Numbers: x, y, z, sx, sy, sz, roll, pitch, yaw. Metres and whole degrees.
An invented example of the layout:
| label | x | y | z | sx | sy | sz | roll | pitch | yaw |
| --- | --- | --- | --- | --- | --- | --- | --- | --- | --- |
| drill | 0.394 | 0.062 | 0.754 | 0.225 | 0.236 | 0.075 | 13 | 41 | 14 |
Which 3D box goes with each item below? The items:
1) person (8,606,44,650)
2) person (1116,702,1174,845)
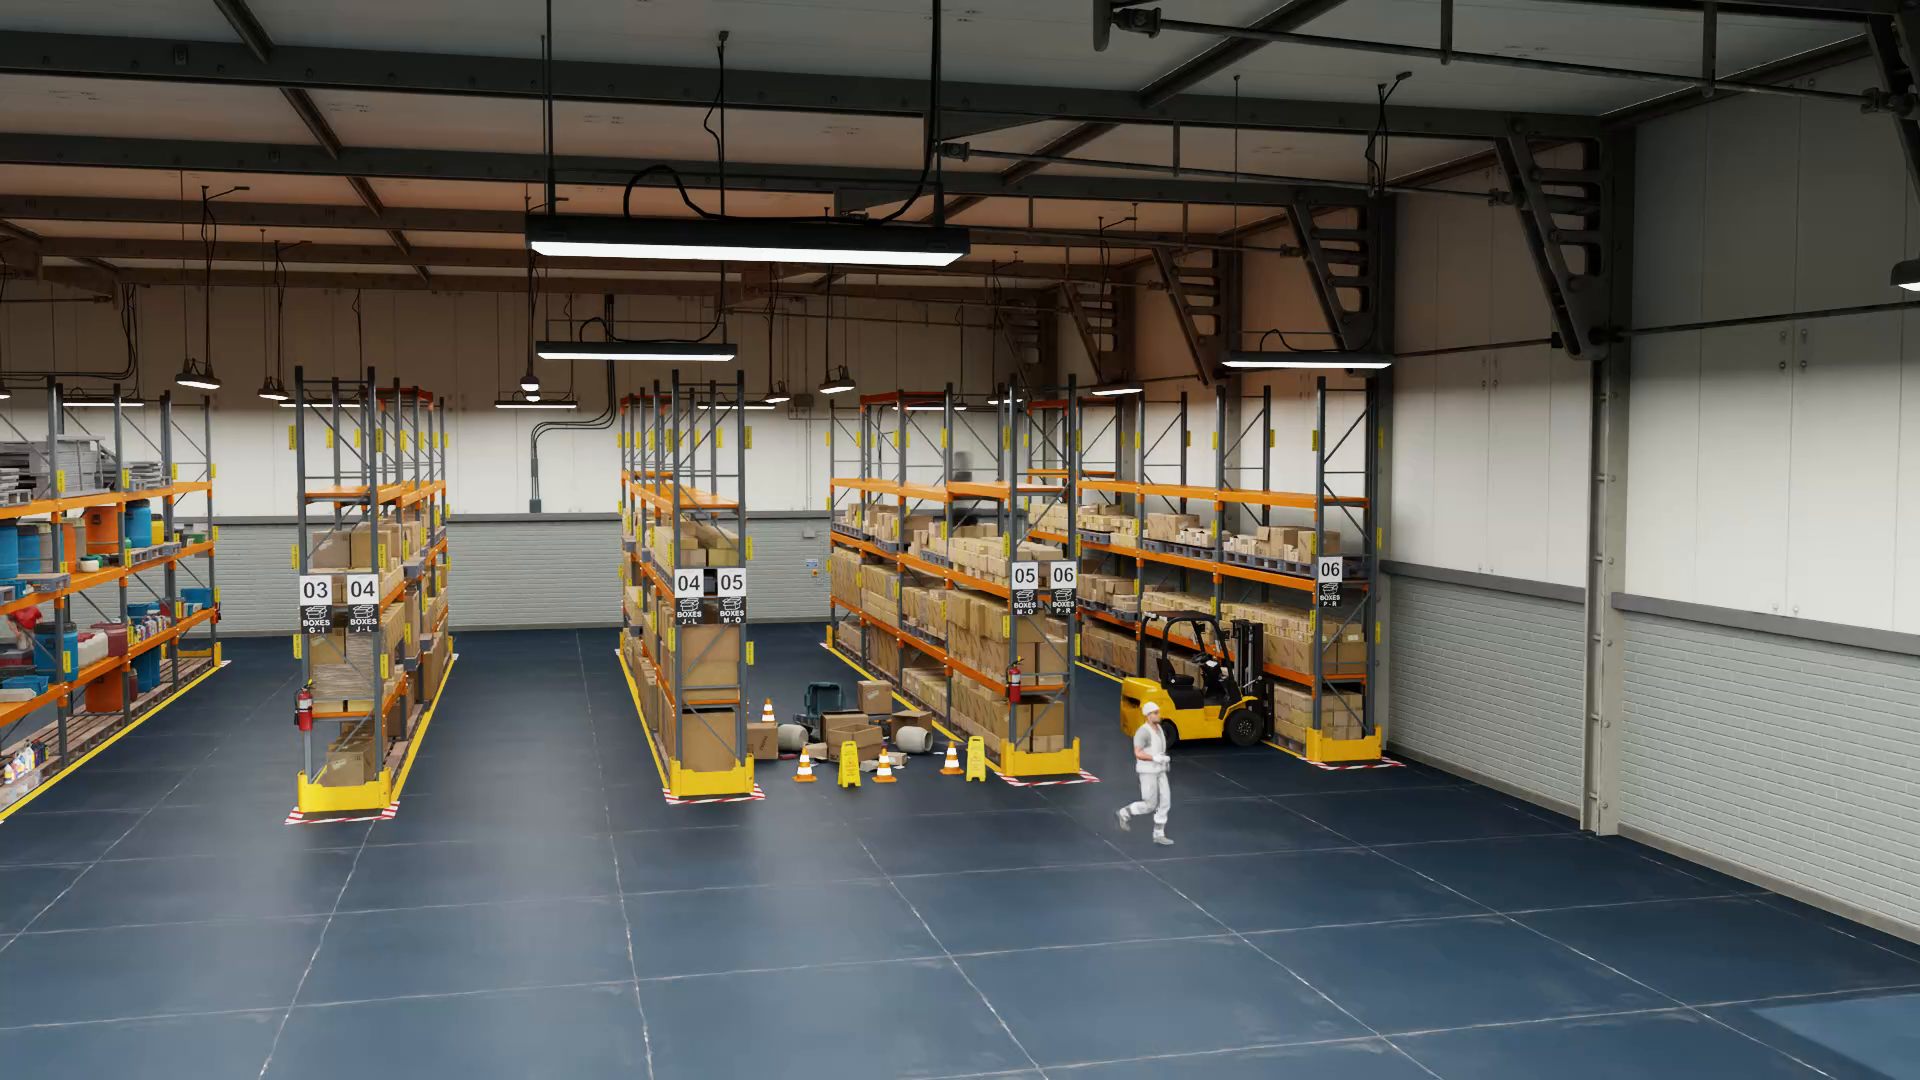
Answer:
| label | x | y | z | sx | sy | sz | roll | pitch | yaw |
| --- | --- | --- | --- | --- | --- | --- | --- | --- | --- |
| person | -19.881 | 2.047 | 35.436 | 0.686 | 1.695 | 0.551 | -2 | 4 | -36 |
| person | 2.340 | 2.886 | 20.681 | 0.779 | 1.758 | 0.657 | 3 | 4 | 37 |
